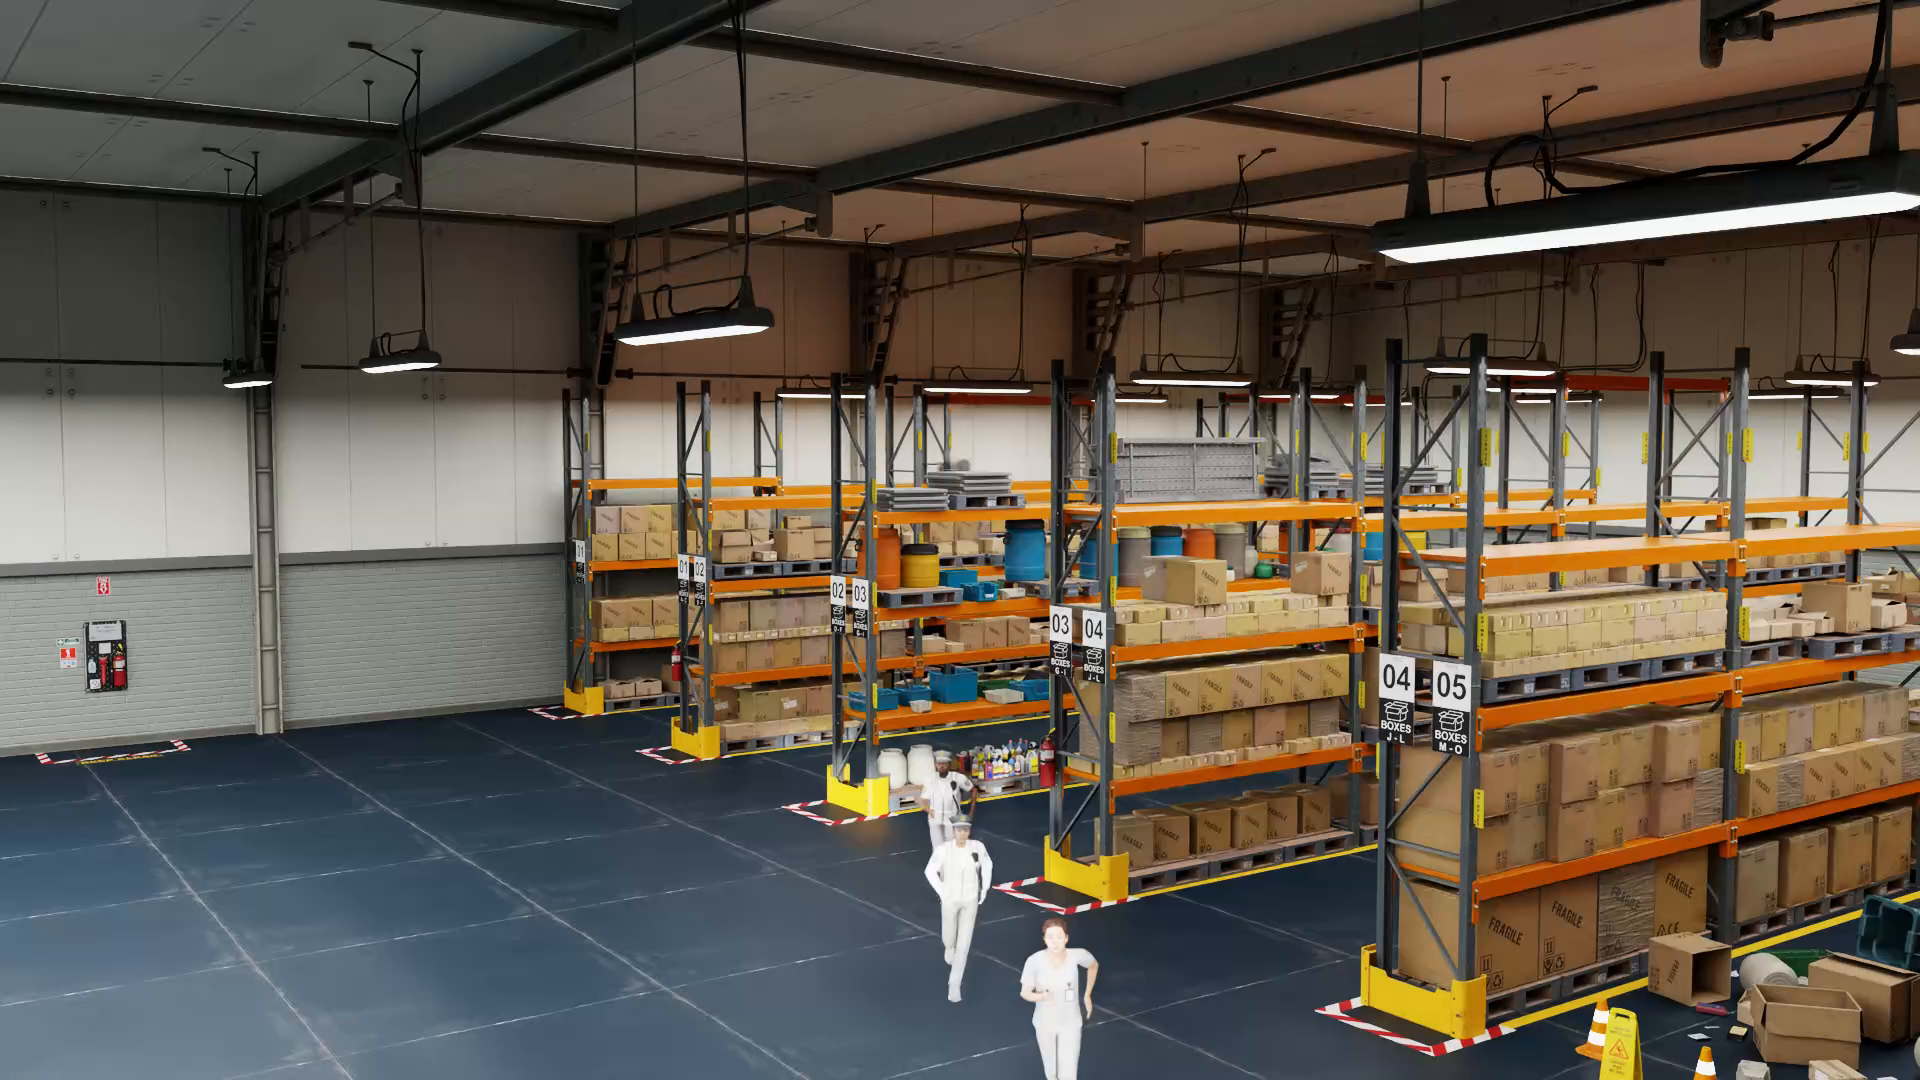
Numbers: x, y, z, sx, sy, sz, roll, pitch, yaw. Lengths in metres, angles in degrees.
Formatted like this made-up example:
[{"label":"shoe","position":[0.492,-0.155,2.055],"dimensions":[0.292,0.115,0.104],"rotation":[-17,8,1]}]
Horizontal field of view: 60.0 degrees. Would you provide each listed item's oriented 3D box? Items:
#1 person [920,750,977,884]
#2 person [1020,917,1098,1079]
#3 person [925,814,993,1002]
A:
[{"label":"person","position":[-0.148,3.163,18.352],"dimensions":[0.593,1.725,0.679],"rotation":[1,4,13]},{"label":"person","position":[0.721,3.564,12.073],"dimensions":[0.534,1.727,0.814],"rotation":[1,4,10]},{"label":"person","position":[-0.003,3.349,15.487],"dimensions":[0.643,1.681,0.812],"rotation":[0,4,-6]}]
